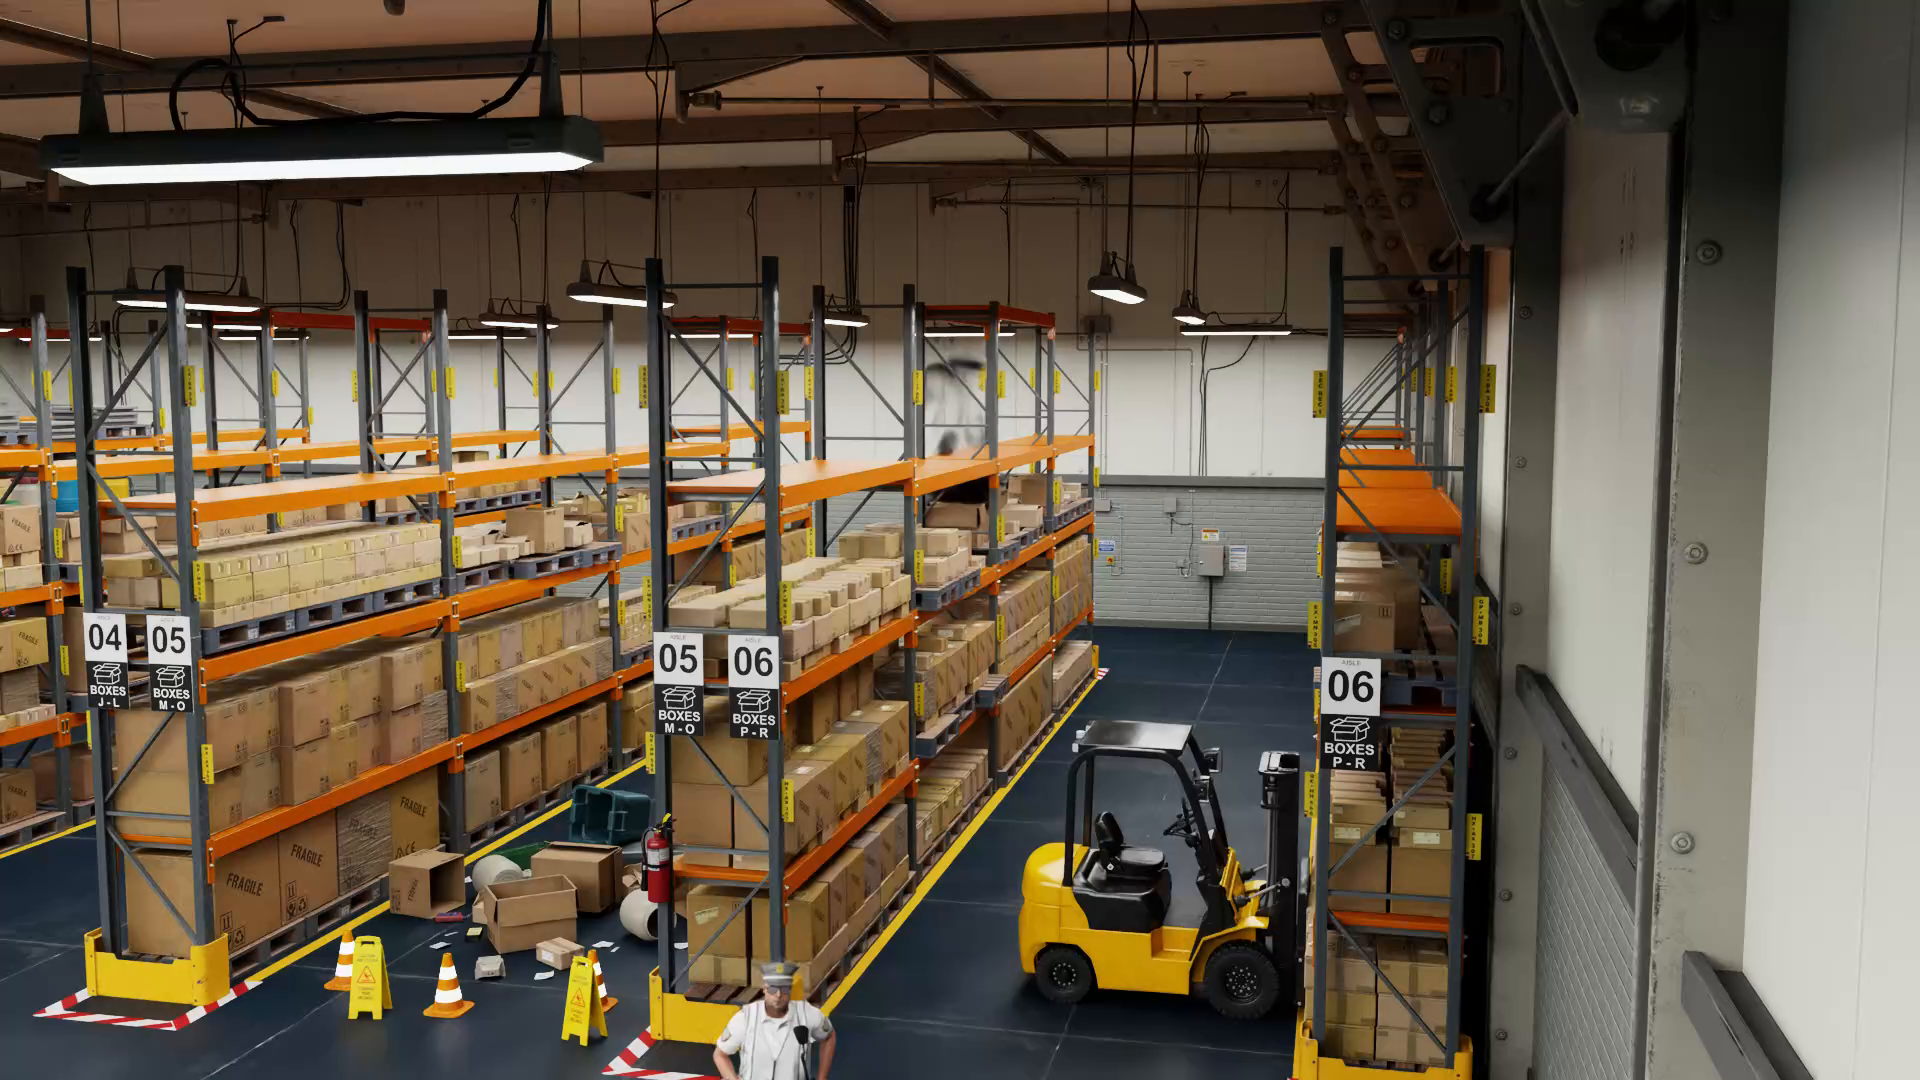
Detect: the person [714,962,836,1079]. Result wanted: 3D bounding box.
[{"bbox_3d":[-1.082,3.304,9.670,0.703,1.785,0.994,0,6,-1],"label":"person"}]
